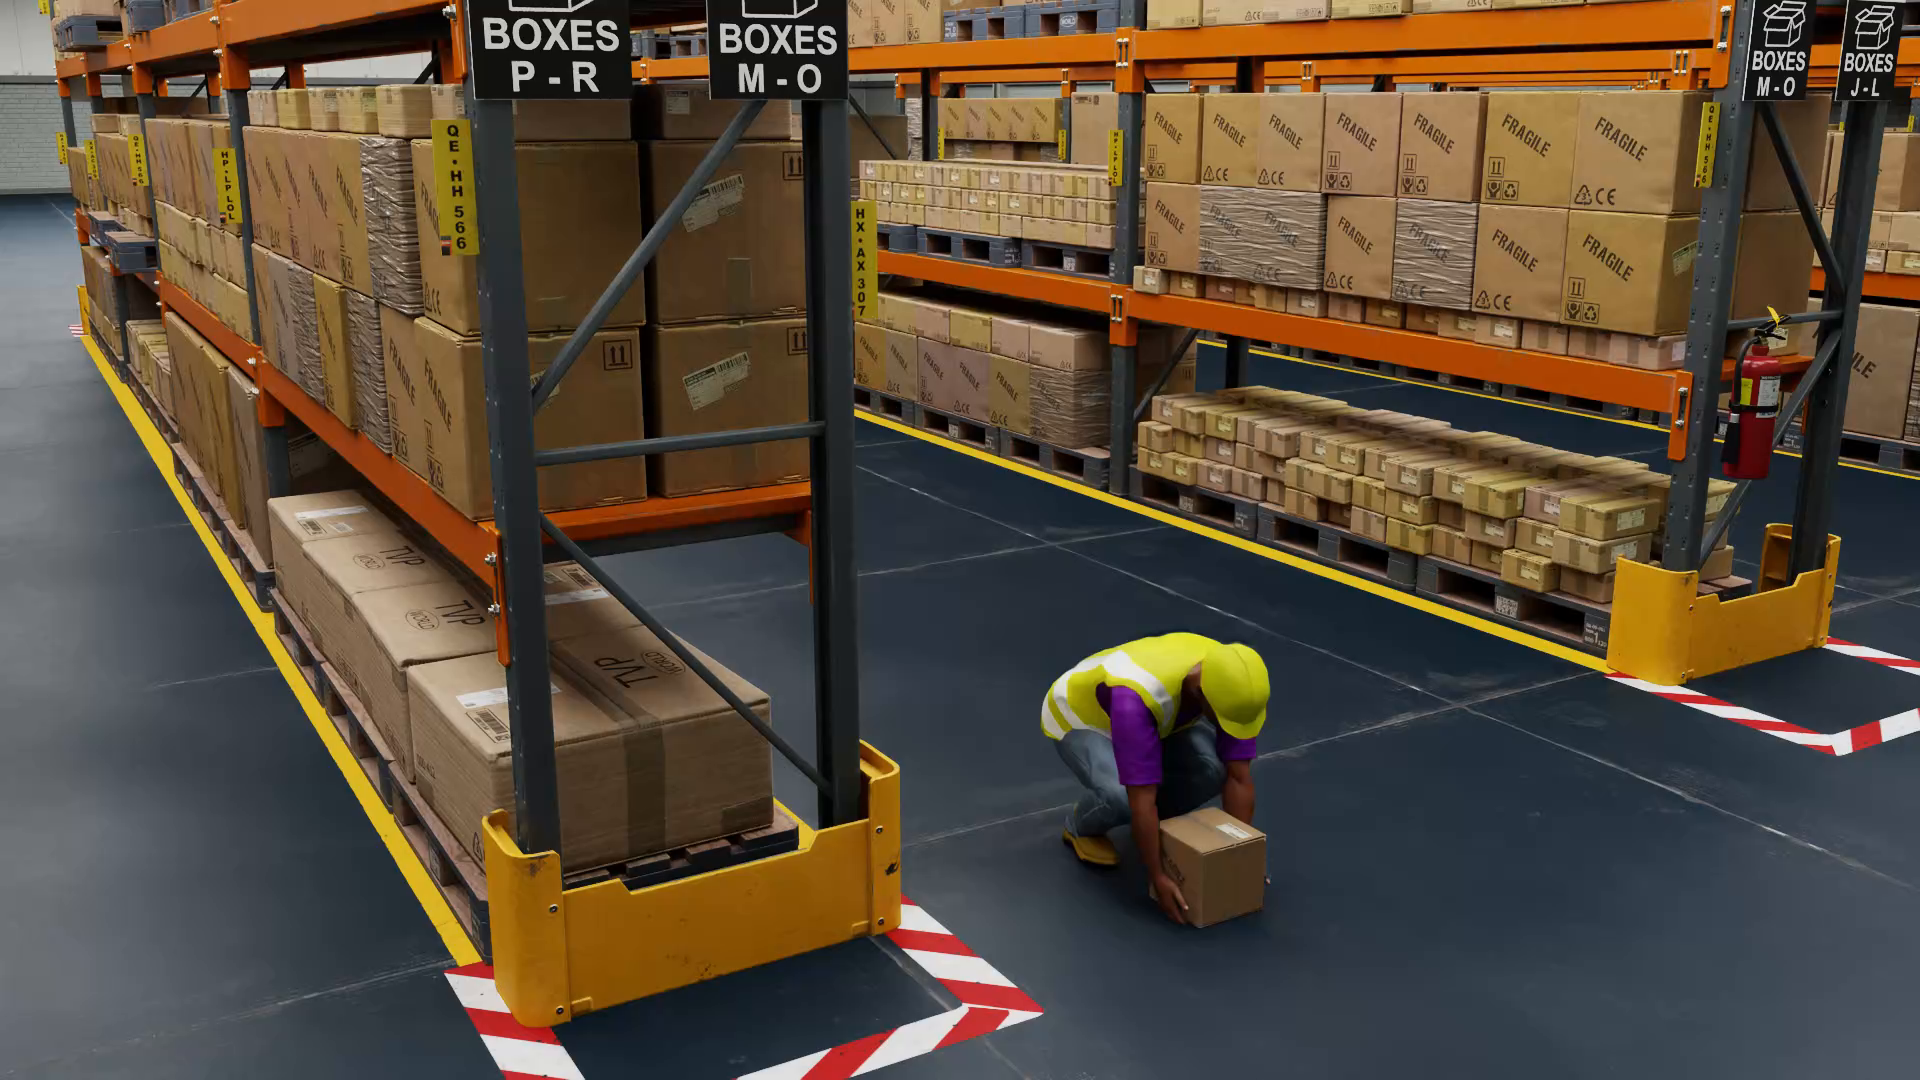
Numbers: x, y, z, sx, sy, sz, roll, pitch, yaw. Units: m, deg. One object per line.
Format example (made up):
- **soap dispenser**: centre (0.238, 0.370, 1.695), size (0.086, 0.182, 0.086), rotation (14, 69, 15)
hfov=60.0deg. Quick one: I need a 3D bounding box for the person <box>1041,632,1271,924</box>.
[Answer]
- **person**: centre (0.649, 0.669, 5.338), size (0.557, 0.892, 0.905), rotation (-7, 16, -24)
